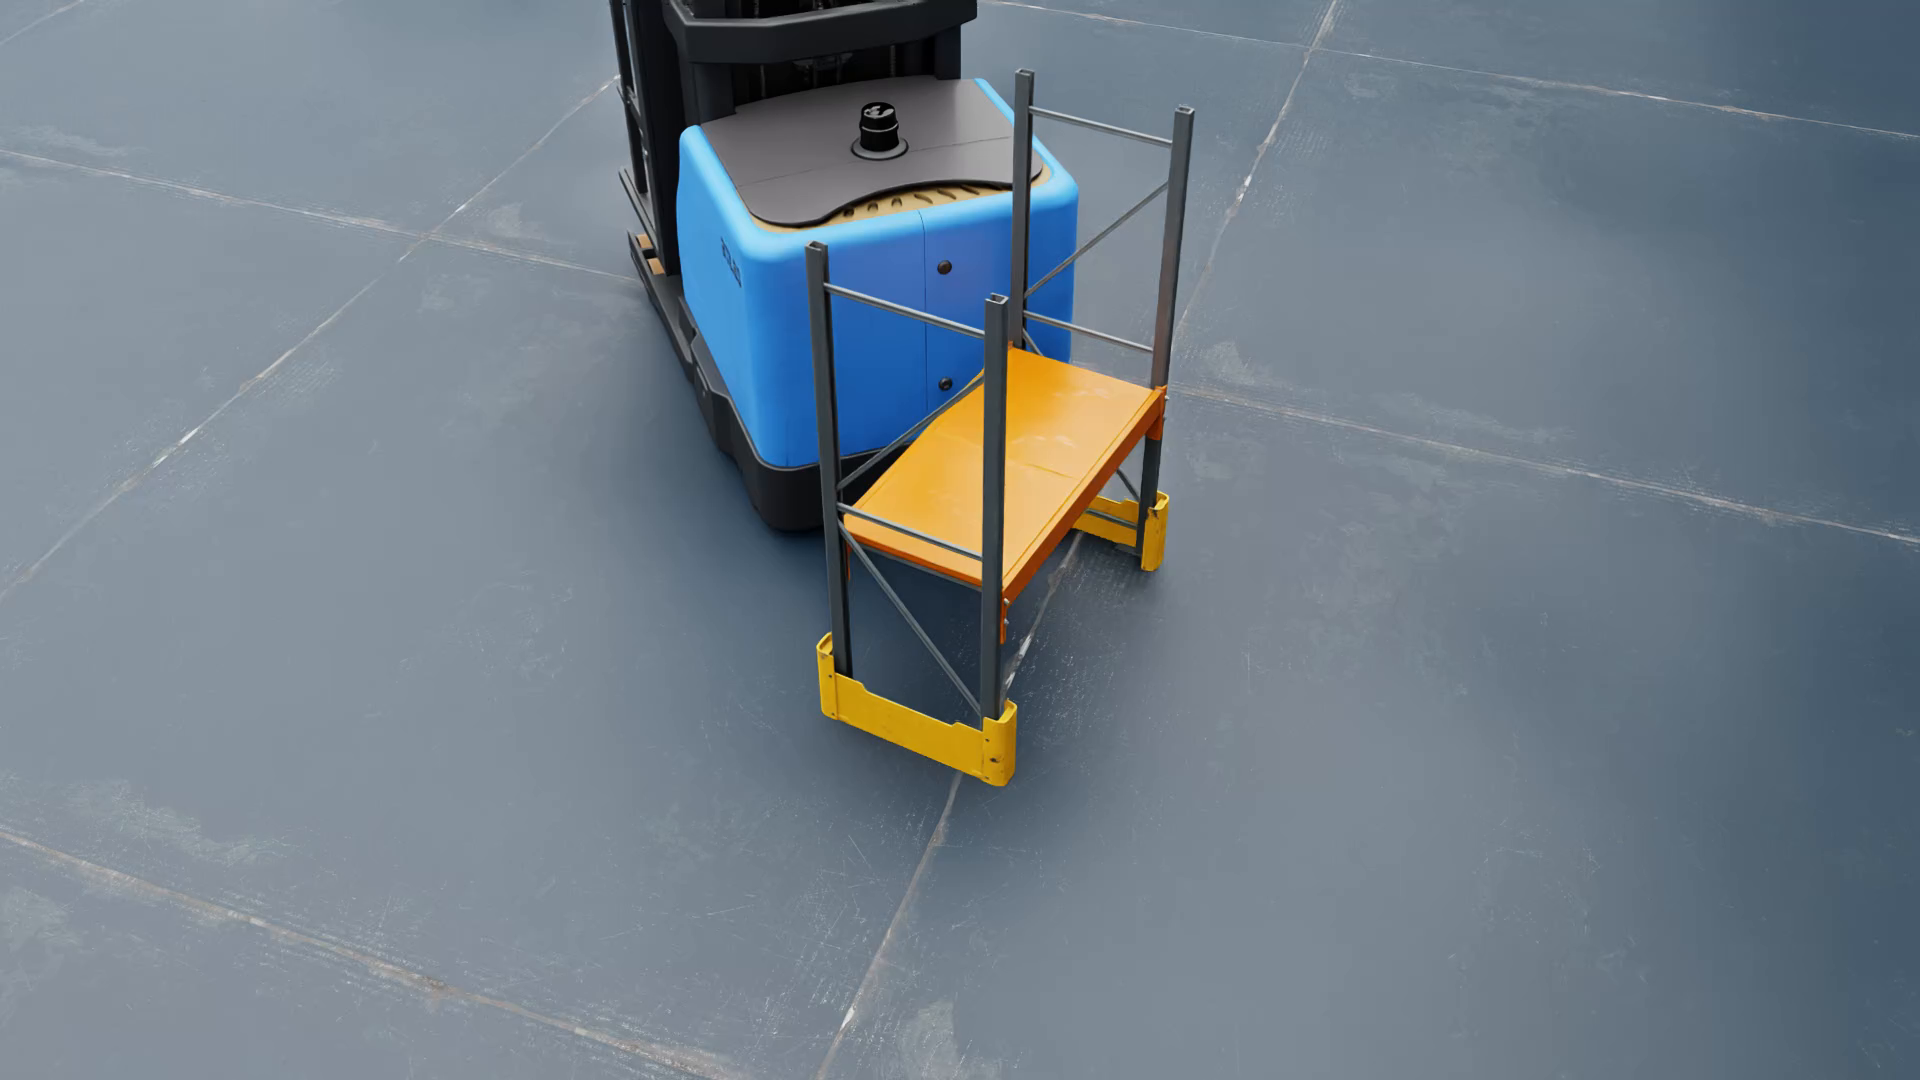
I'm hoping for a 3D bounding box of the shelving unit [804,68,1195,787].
[{"bbox_3d":[0.120,-0.300,4.446,0.587,1.500,1.083,20,44,22],"label":"shelving unit"}]

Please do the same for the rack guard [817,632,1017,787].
[{"bbox_3d":[-0.121,0.459,4.520,0.587,0.250,0.087,20,44,22],"label":"rack guard"}]

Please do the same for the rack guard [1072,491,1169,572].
[{"bbox_3d":[0.362,-0.107,5.183,0.587,0.250,0.087,20,44,22],"label":"rack guard"}]

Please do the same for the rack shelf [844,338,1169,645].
[{"bbox_3d":[0.125,-0.168,4.568,0.538,0.185,1.000,20,44,22],"label":"rack shelf"}]

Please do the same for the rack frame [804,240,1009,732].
[{"bbox_3d":[-0.122,-0.016,4.113,0.500,1.500,0.032,20,44,22],"label":"rack frame"}]

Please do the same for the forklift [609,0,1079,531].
[{"bbox_3d":[-0.635,-2.107,5.462,1.130,2.935,3.031,-14,42,-16],"label":"forklift"}]

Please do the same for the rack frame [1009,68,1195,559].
[{"bbox_3d":[0.371,-0.593,4.790,0.500,1.500,0.032,20,44,22],"label":"rack frame"}]
